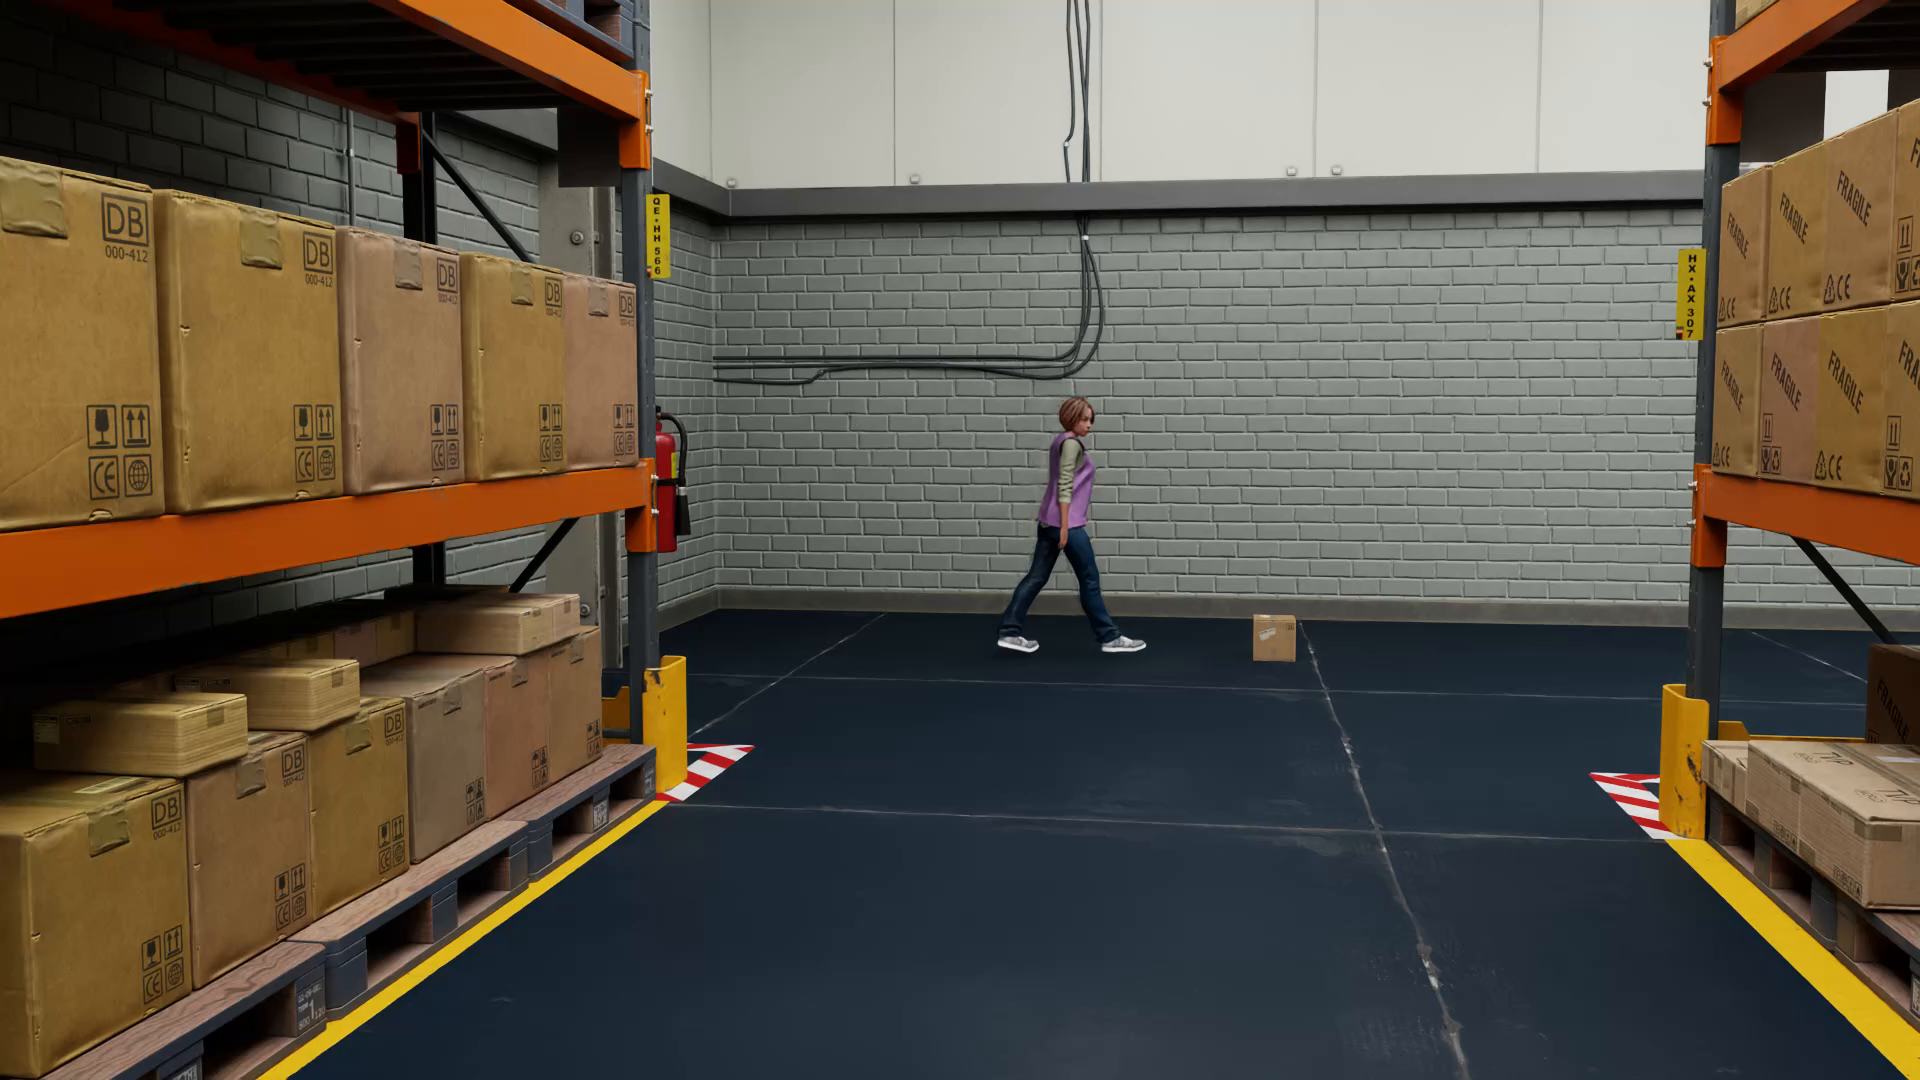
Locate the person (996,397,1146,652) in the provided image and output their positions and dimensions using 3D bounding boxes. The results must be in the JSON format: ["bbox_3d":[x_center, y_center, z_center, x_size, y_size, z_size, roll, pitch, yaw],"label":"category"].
[{"bbox_3d":[0.659,-0.083,10.062,0.897,1.531,0.425,-1,5,-13],"label":"person"}]
